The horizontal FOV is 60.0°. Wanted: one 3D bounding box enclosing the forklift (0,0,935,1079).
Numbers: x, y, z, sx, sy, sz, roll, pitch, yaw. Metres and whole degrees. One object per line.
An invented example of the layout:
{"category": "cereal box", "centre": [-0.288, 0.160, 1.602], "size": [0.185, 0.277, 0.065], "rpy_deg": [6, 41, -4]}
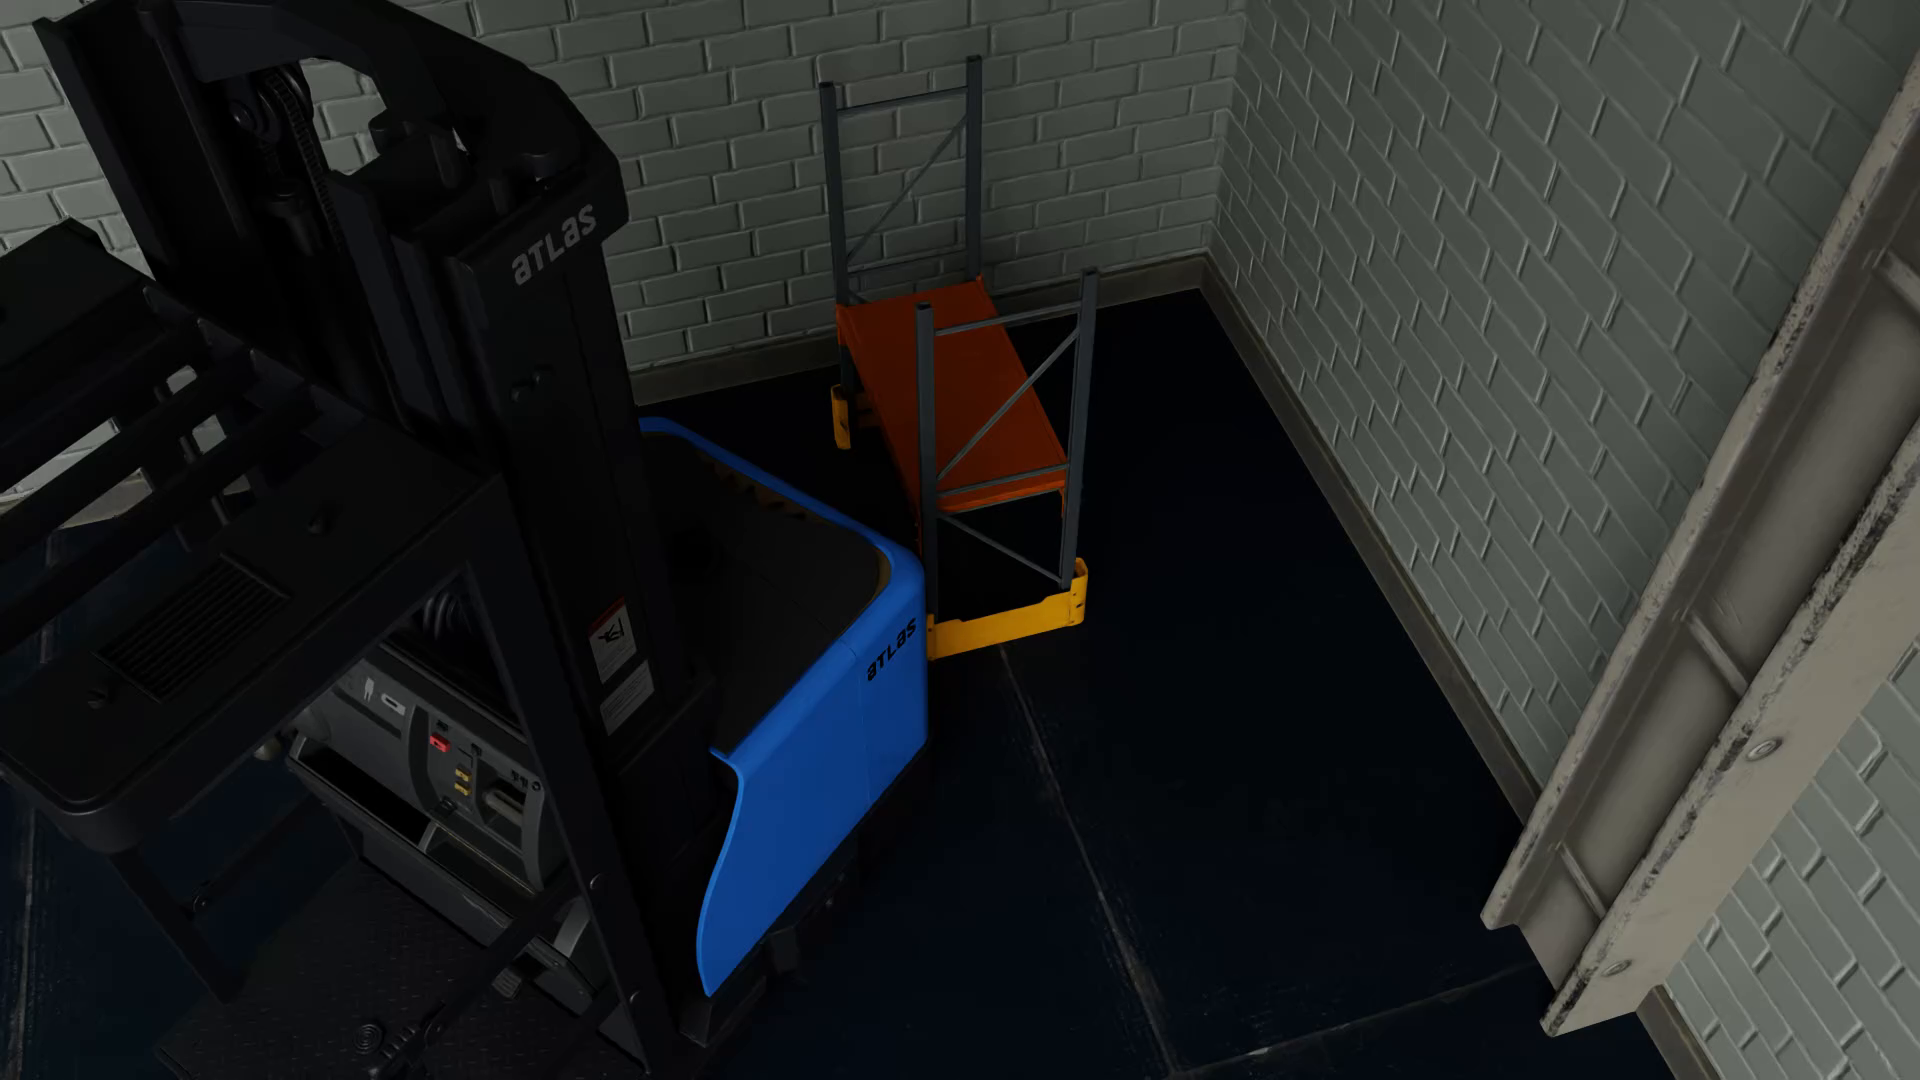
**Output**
{"category": "forklift", "centre": [-1.331, 0.510, 3.403], "size": [1.130, 2.935, 3.031], "rpy_deg": [28, 55, 22]}

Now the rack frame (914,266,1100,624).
{"category": "rack frame", "centre": [0.125, -0.174, 4.916], "size": [0.500, 1.500, 0.032], "rpy_deg": [-13, 51, -11]}

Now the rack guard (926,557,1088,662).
{"category": "rack guard", "centre": [0.125, 0.227, 5.395], "size": [0.587, 0.250, 0.087], "rpy_deg": [-13, 51, -11]}

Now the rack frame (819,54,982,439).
{"category": "rack frame", "centre": [-0.176, -0.917, 5.542], "size": [0.500, 1.500, 0.032], "rpy_deg": [-13, 51, -11]}

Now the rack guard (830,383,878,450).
{"category": "rack guard", "centre": [-0.170, -0.500, 6.008], "size": [0.587, 0.250, 0.087], "rpy_deg": [-13, 51, -11]}

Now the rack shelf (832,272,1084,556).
{"category": "rack shelf", "centre": [-0.025, -0.430, 5.367], "size": [0.538, 0.185, 1.000], "rpy_deg": [-13, 51, -11]}

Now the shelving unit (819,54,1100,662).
{"category": "shelving unit", "centre": [-0.023, -0.539, 5.224], "size": [0.587, 1.500, 1.083], "rpy_deg": [-13, 51, -11]}

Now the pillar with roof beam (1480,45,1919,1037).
{"category": "pillar with roof beam", "centre": [-2.399, -0.732, 0.481], "size": [9.100, 9.000, 0.400], "rpy_deg": [-13, 51, -11]}
